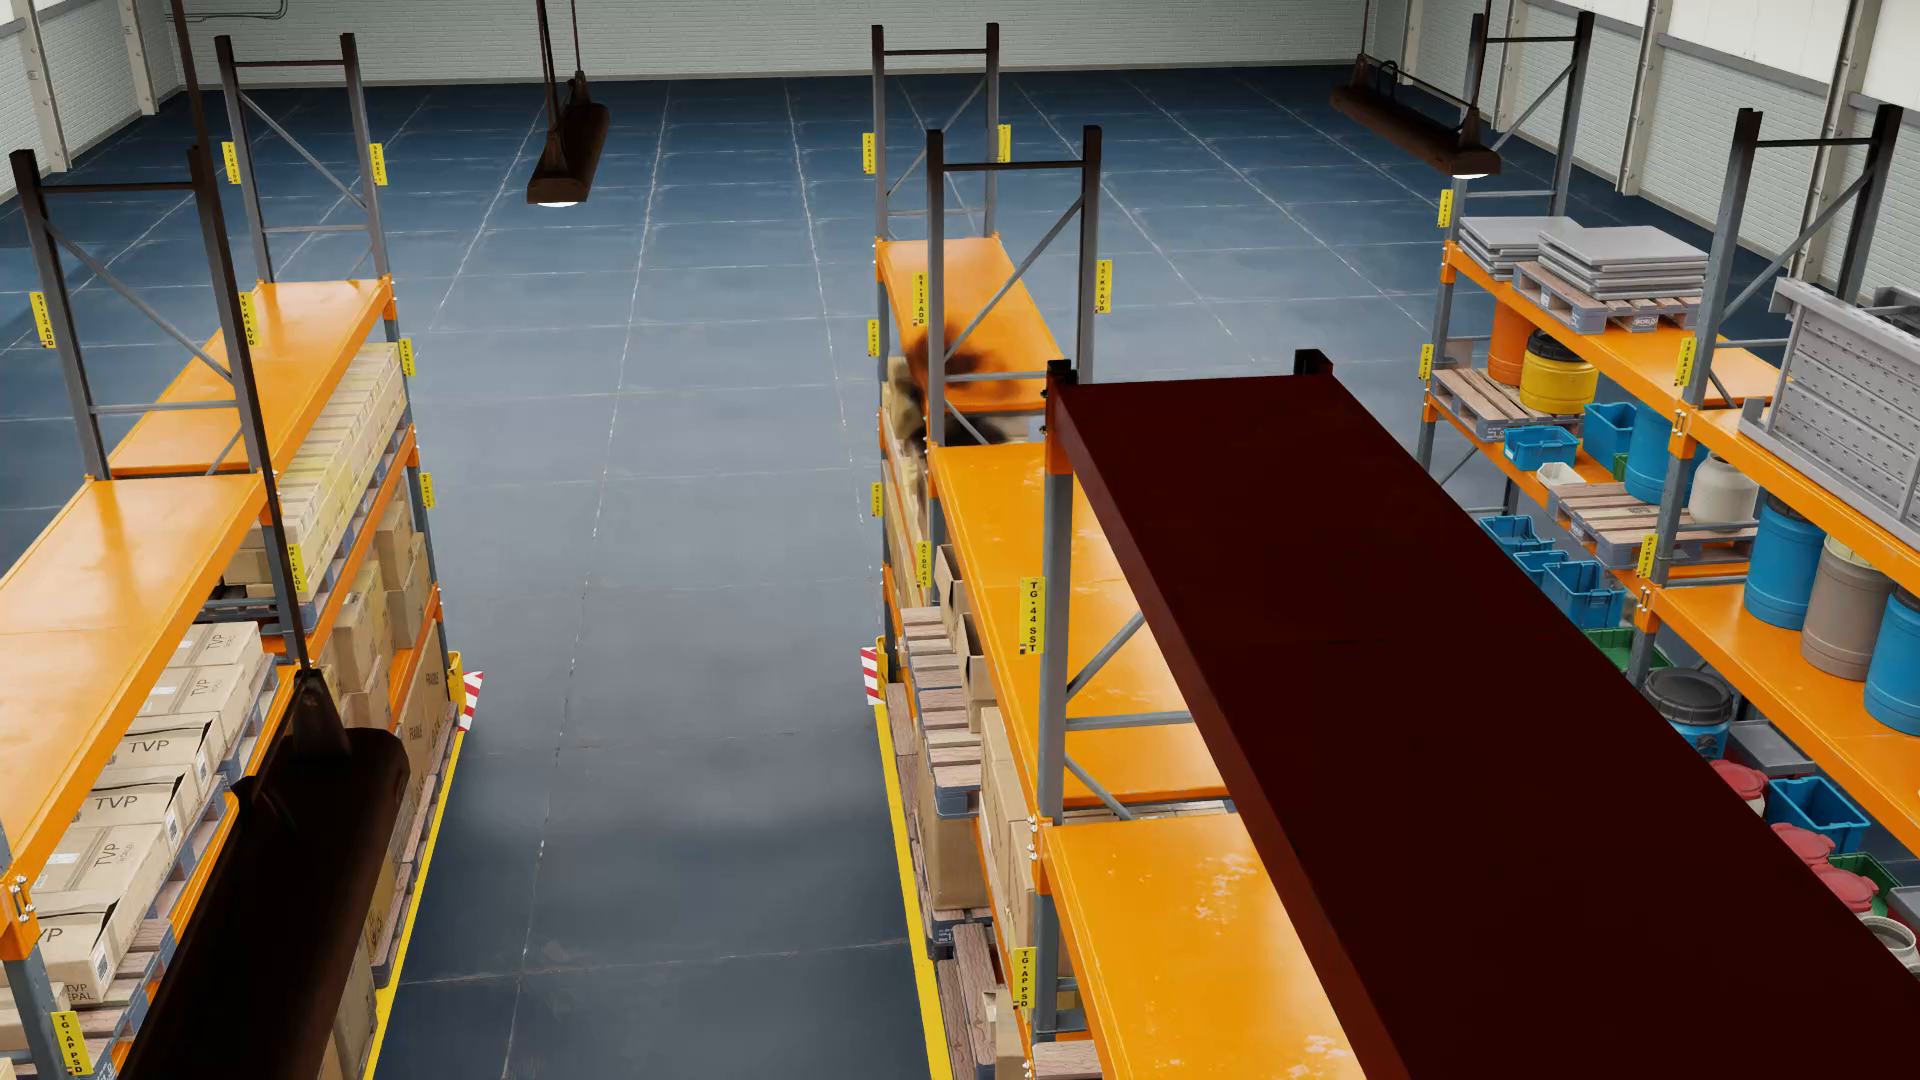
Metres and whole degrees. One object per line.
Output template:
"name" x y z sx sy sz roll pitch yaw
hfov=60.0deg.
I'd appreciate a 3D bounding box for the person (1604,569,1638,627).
"person" 6.319 0.433 15.627 0.695 1.740 0.639 -9 27 -18
